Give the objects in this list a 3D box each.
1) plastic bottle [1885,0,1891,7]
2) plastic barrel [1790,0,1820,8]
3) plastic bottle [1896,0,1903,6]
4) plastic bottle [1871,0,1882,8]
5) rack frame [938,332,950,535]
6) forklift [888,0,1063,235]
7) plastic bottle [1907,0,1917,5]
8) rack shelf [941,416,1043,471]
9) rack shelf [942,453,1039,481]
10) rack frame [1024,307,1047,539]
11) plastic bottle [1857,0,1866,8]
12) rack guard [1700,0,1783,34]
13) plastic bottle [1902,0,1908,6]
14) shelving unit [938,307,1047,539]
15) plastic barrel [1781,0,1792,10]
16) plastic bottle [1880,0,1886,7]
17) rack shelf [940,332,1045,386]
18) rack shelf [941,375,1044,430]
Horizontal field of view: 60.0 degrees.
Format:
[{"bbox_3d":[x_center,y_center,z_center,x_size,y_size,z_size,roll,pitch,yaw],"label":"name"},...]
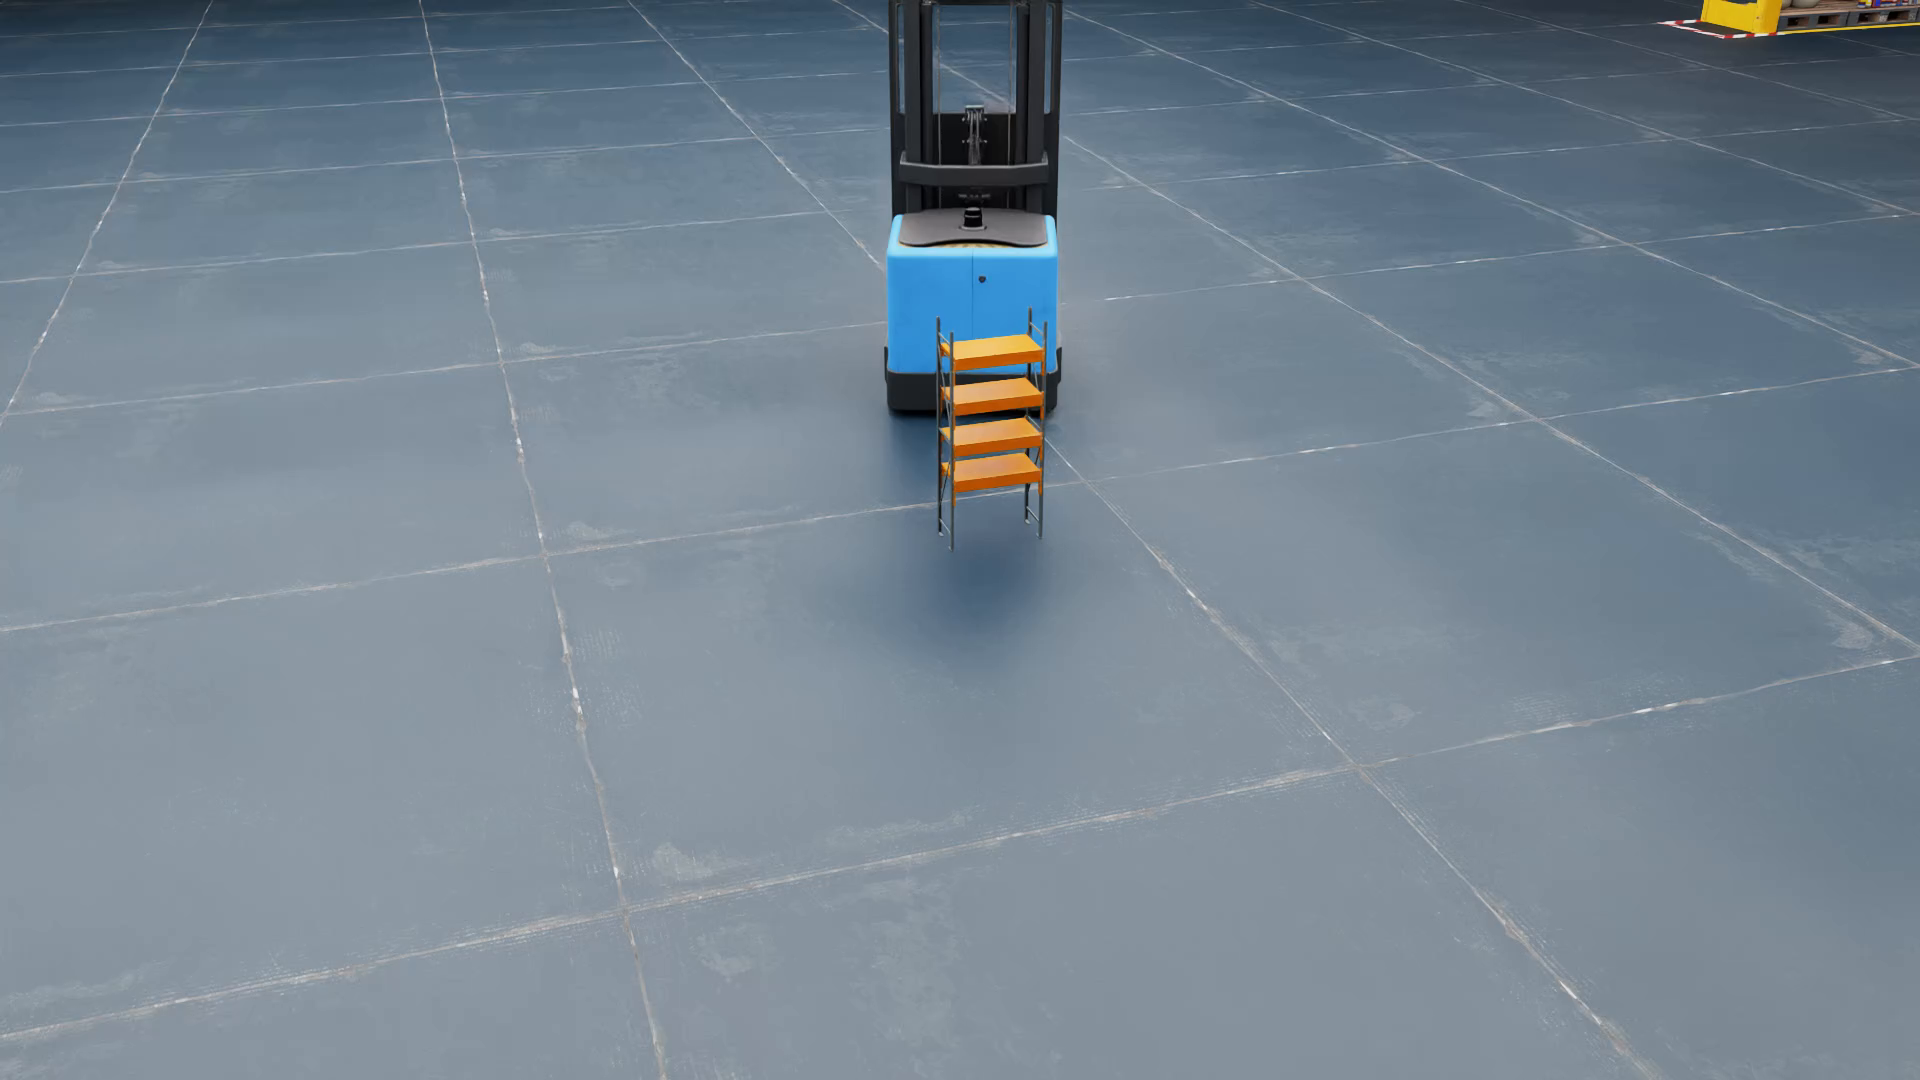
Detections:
[{"bbox_3d":[13.015,-7.623,23.305,0.097,0.271,0.097,0,26,0],"label":"plastic bottle"},{"bbox_3d":[11.852,-7.735,23.282,0.421,0.512,0.421,0,26,0],"label":"plastic barrel"},{"bbox_3d":[13.207,-7.651,23.361,0.097,0.271,0.097,0,26,0],"label":"plastic bottle"},{"bbox_3d":[12.815,-7.591,23.227,0.133,0.283,0.061,-8,27,-15],"label":"plastic bottle"},{"bbox_3d":[-0.074,-0.526,8.461,0.006,1.046,0.228,-8,28,-16],"label":"rack frame"},{"bbox_3d":[0.104,-2.715,10.923,1.121,2.935,3.031,0,26,1],"label":"forklift"},{"bbox_3d":[13.408,-7.695,23.444,0.135,0.276,0.152,-8,27,-15],"label":"plastic bottle"},{"bbox_3d":[0.157,-0.500,8.559,0.480,0.148,0.258,-8,28,-16],"label":"rack shelf"},{"bbox_3d":[0.157,-0.370,8.624,0.457,0.021,0.221,-8,28,-16],"label":"rack shelf"},{"bbox_3d":[0.389,-0.594,8.597,0.015,1.200,0.240,-8,28,-16],"label":"rack frame"},{"bbox_3d":[12.594,-7.562,23.182,0.097,0.271,0.097,0,26,0],"label":"plastic bottle"},{"bbox_3d":[10.831,-7.380,23.053,0.348,0.500,1.175,-8,28,-16],"label":"rack guard"},{"bbox_3d":[13.304,-7.633,23.405,0.097,0.201,0.097,0,26,0],"label":"plastic bottle"},{"bbox_3d":[0.160,-0.561,8.530,0.499,1.200,0.258,-8,28,-16],"label":"shelving unit"},{"bbox_3d":[11.375,-7.666,23.143,0.421,0.512,0.421,0,26,0],"label":"plastic barrel"},{"bbox_3d":[12.920,-7.609,23.277,0.097,0.271,0.097,0,26,0],"label":"plastic bottle"},{"bbox_3d":[0.157,-0.912,8.354,0.480,0.148,0.258,-8,28,-16],"label":"rack shelf"},{"bbox_3d":[0.157,-0.700,8.460,0.480,0.148,0.258,-8,28,-16],"label":"rack shelf"}]
